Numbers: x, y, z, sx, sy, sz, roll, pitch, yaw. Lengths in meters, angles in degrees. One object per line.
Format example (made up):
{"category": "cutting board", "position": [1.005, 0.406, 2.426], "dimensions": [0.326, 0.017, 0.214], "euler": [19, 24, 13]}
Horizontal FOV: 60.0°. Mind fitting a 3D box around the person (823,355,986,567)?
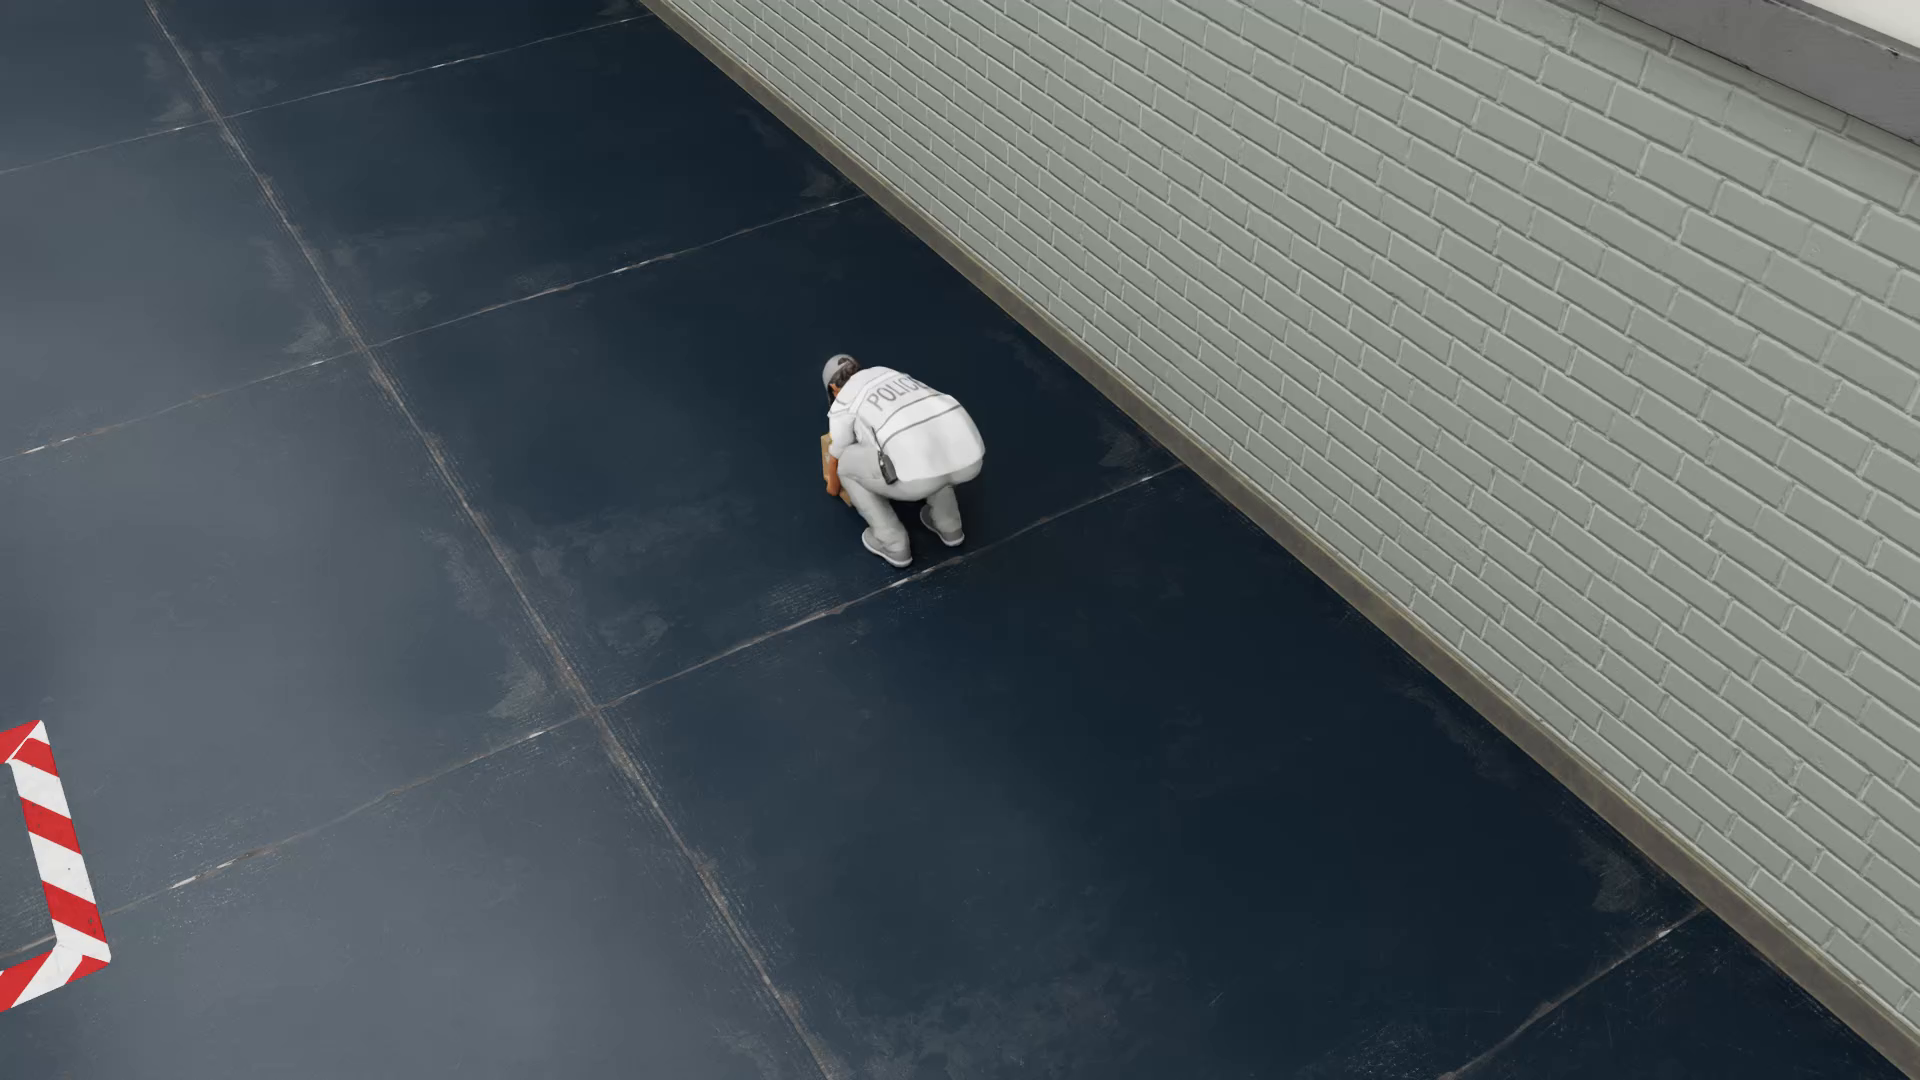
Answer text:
{"category": "person", "position": [-0.295, -0.373, 7.271], "dimensions": [0.514, 0.797, 0.921], "euler": [-24, 46, -25]}
